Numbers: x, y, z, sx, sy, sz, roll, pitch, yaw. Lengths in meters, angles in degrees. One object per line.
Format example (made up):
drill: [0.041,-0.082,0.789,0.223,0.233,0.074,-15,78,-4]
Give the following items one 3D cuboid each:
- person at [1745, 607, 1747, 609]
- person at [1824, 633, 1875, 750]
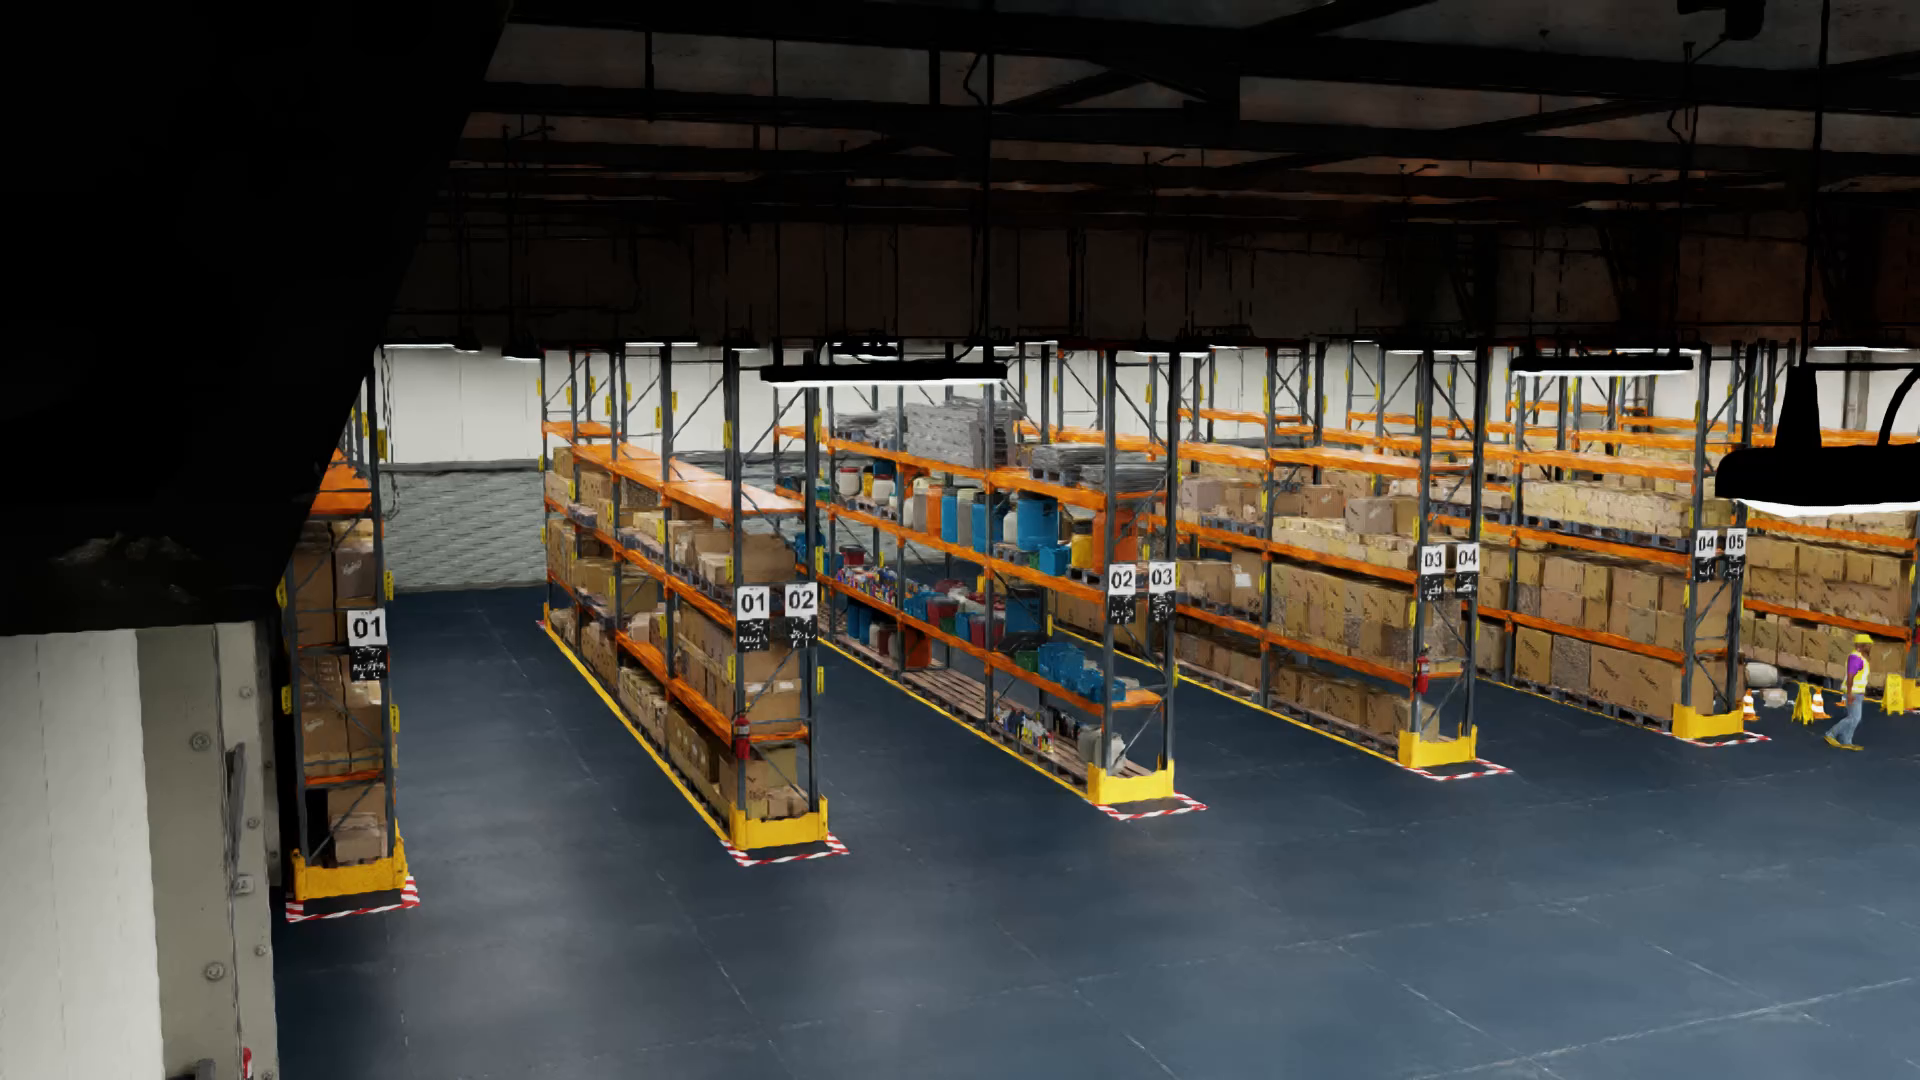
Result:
person: [16.112,1.040,33.818,0.547,1.781,0.646,1,7,7]
person: [13.248,2.252,24.759,0.566,1.755,0.615,5,9,32]
